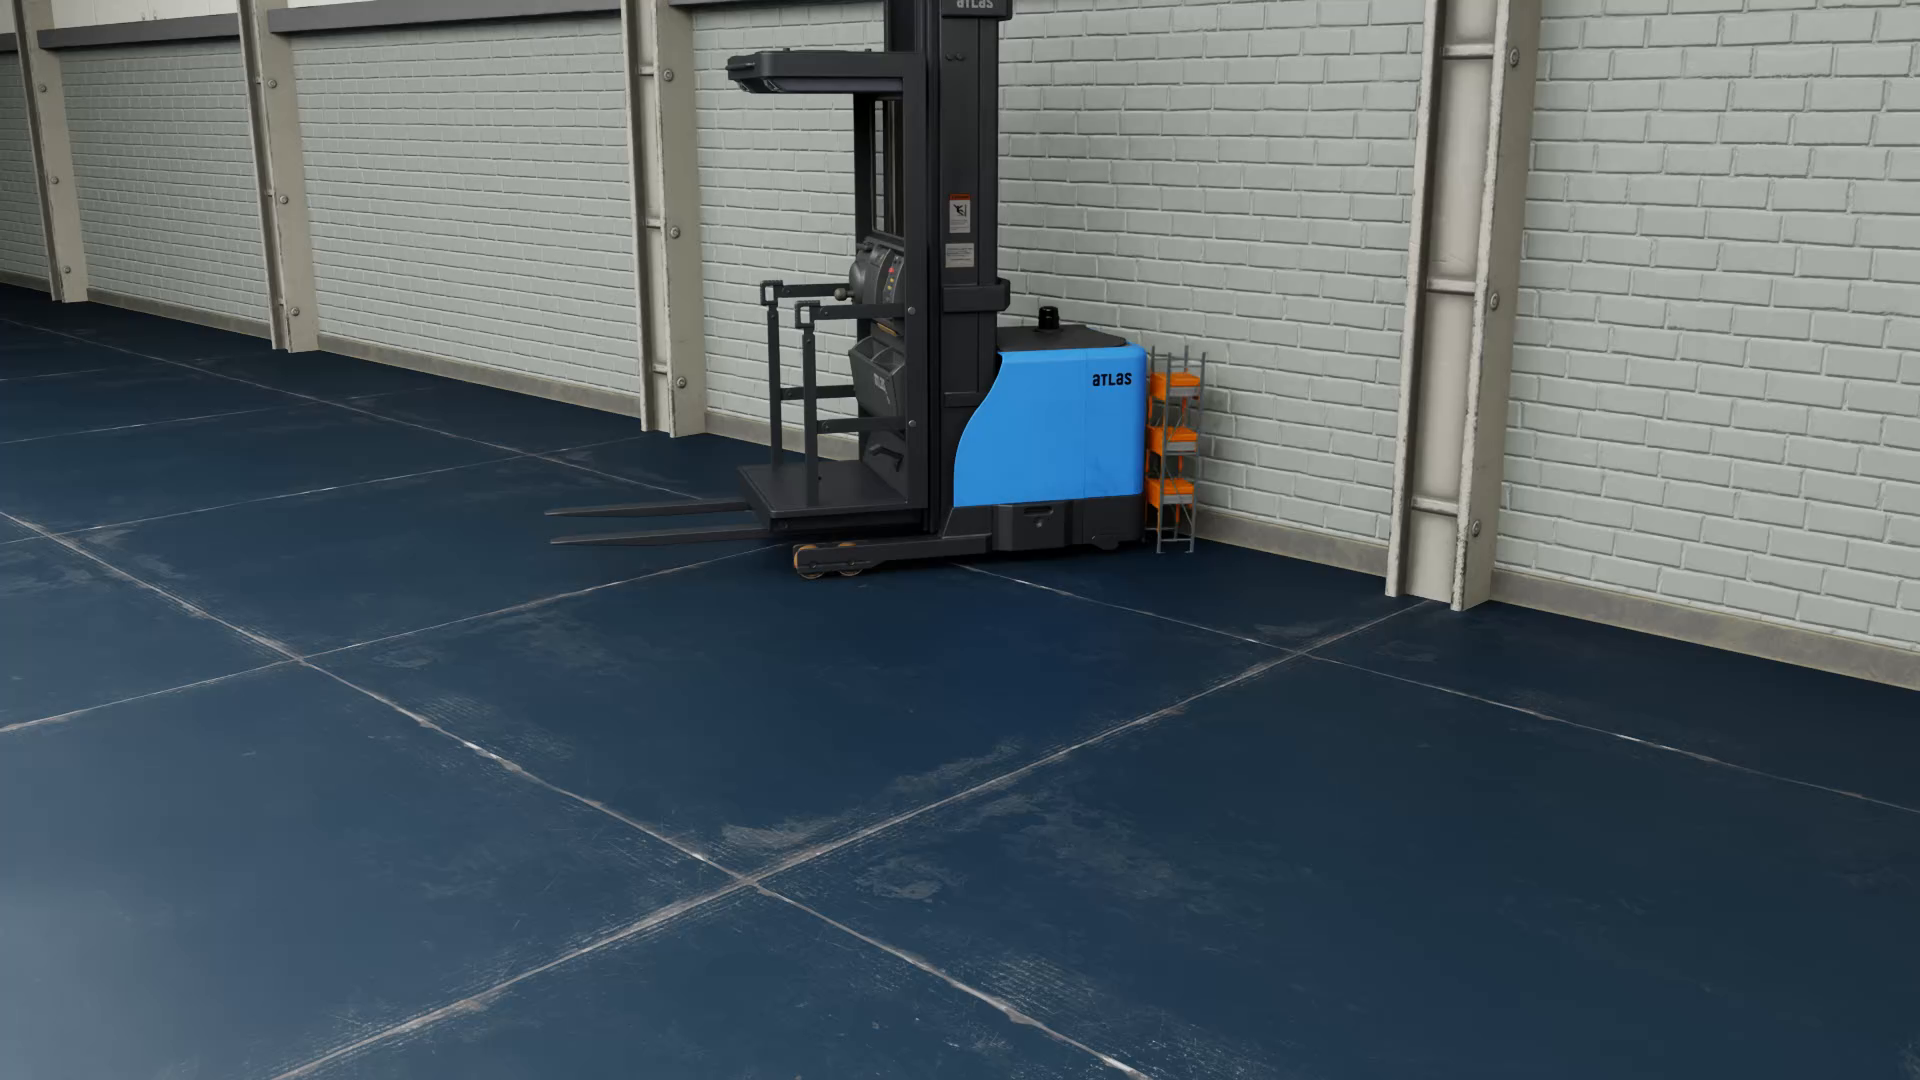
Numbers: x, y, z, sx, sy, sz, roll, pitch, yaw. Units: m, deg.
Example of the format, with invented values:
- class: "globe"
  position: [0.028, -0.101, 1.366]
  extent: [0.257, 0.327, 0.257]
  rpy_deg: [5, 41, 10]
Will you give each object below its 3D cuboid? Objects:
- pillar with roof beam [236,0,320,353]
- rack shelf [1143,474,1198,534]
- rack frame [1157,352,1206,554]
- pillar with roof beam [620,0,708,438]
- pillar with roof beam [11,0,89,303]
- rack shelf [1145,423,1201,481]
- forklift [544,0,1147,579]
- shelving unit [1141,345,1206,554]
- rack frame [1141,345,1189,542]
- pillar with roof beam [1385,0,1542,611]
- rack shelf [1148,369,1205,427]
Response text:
- class: "pillar with roof beam"
  position: [-9.353, -5.406, 11.832]
  extent: [0.400, 9.000, 9.100]
  rpy_deg: [14, 20, 42]
- class: "rack shelf"
  position: [1.097, -0.190, 8.711]
  extent: [0.215, 0.259, 0.240]
  rpy_deg: [-2, 15, -13]
- class: "rack frame"
  position: [1.132, -0.439, 8.525]
  extent: [0.200, 1.050, 0.008]
  rpy_deg: [-2, 15, -13]
- class: "pillar with roof beam"
  position: [-5.033, -4.356, 7.802]
  extent: [0.400, 9.000, 9.100]
  rpy_deg: [14, 20, 42]
- class: "pillar with roof beam"
  position: [-13.672, -6.456, 15.862]
  extent: [0.400, 9.000, 9.100]
  rpy_deg: [14, 20, 42]
- class: "rack shelf"
  position: [1.105, -0.459, 8.642]
  extent: [0.215, 0.259, 0.240]
  rpy_deg: [-2, 15, -13]
- class: "forklift"
  position: [-0.605, -1.374, 8.394]
  extent: [3.031, 2.935, 1.130]
  rpy_deg: [-4, 15, -16]
- class: "shelving unit"
  position: [1.105, -0.469, 8.640]
  extent: [0.215, 1.050, 0.252]
  rpy_deg: [-2, 15, -13]
- class: "rack frame"
  position: [1.077, -0.499, 8.755]
  extent: [0.200, 1.050, 0.008]
  rpy_deg: [-2, 15, -13]
- class: "pillar with roof beam"
  position: [-0.714, -3.306, 3.772]
  extent: [0.400, 9.000, 9.100]
  rpy_deg: [14, 20, 42]
- class: "rack shelf"
  position: [1.112, -0.734, 8.572]
  extent: [0.215, 0.259, 0.240]
  rpy_deg: [-2, 15, -13]
